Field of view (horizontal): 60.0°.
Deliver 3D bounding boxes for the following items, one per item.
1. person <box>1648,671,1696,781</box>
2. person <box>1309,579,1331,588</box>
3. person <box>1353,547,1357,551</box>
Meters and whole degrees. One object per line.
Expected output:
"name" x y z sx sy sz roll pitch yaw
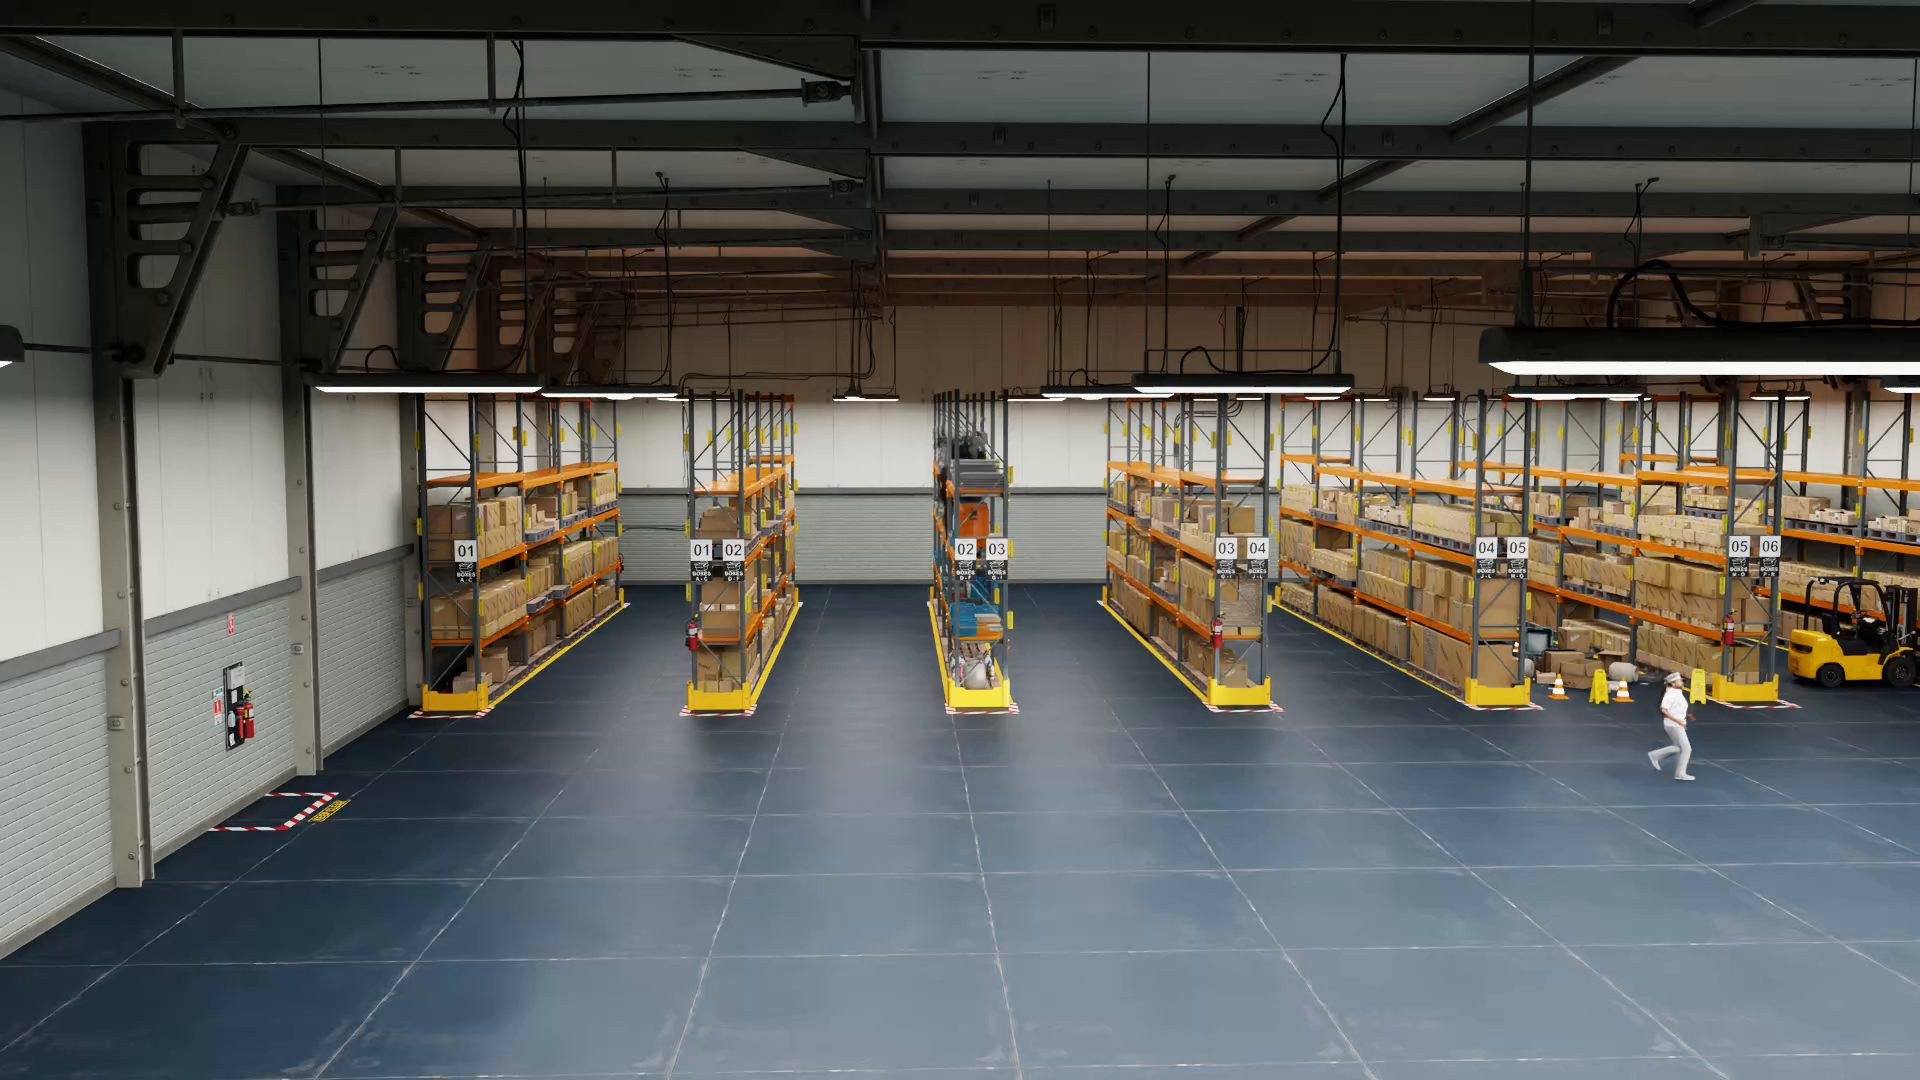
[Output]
"person" 10.880 2.822 25.411 0.701 1.654 0.580 3 6 33
"person" 10.567 0.886 49.142 0.913 1.674 0.630 0 5 -1
"person" 11.150 0.995 47.342 0.677 1.731 0.730 -1 5 -17
